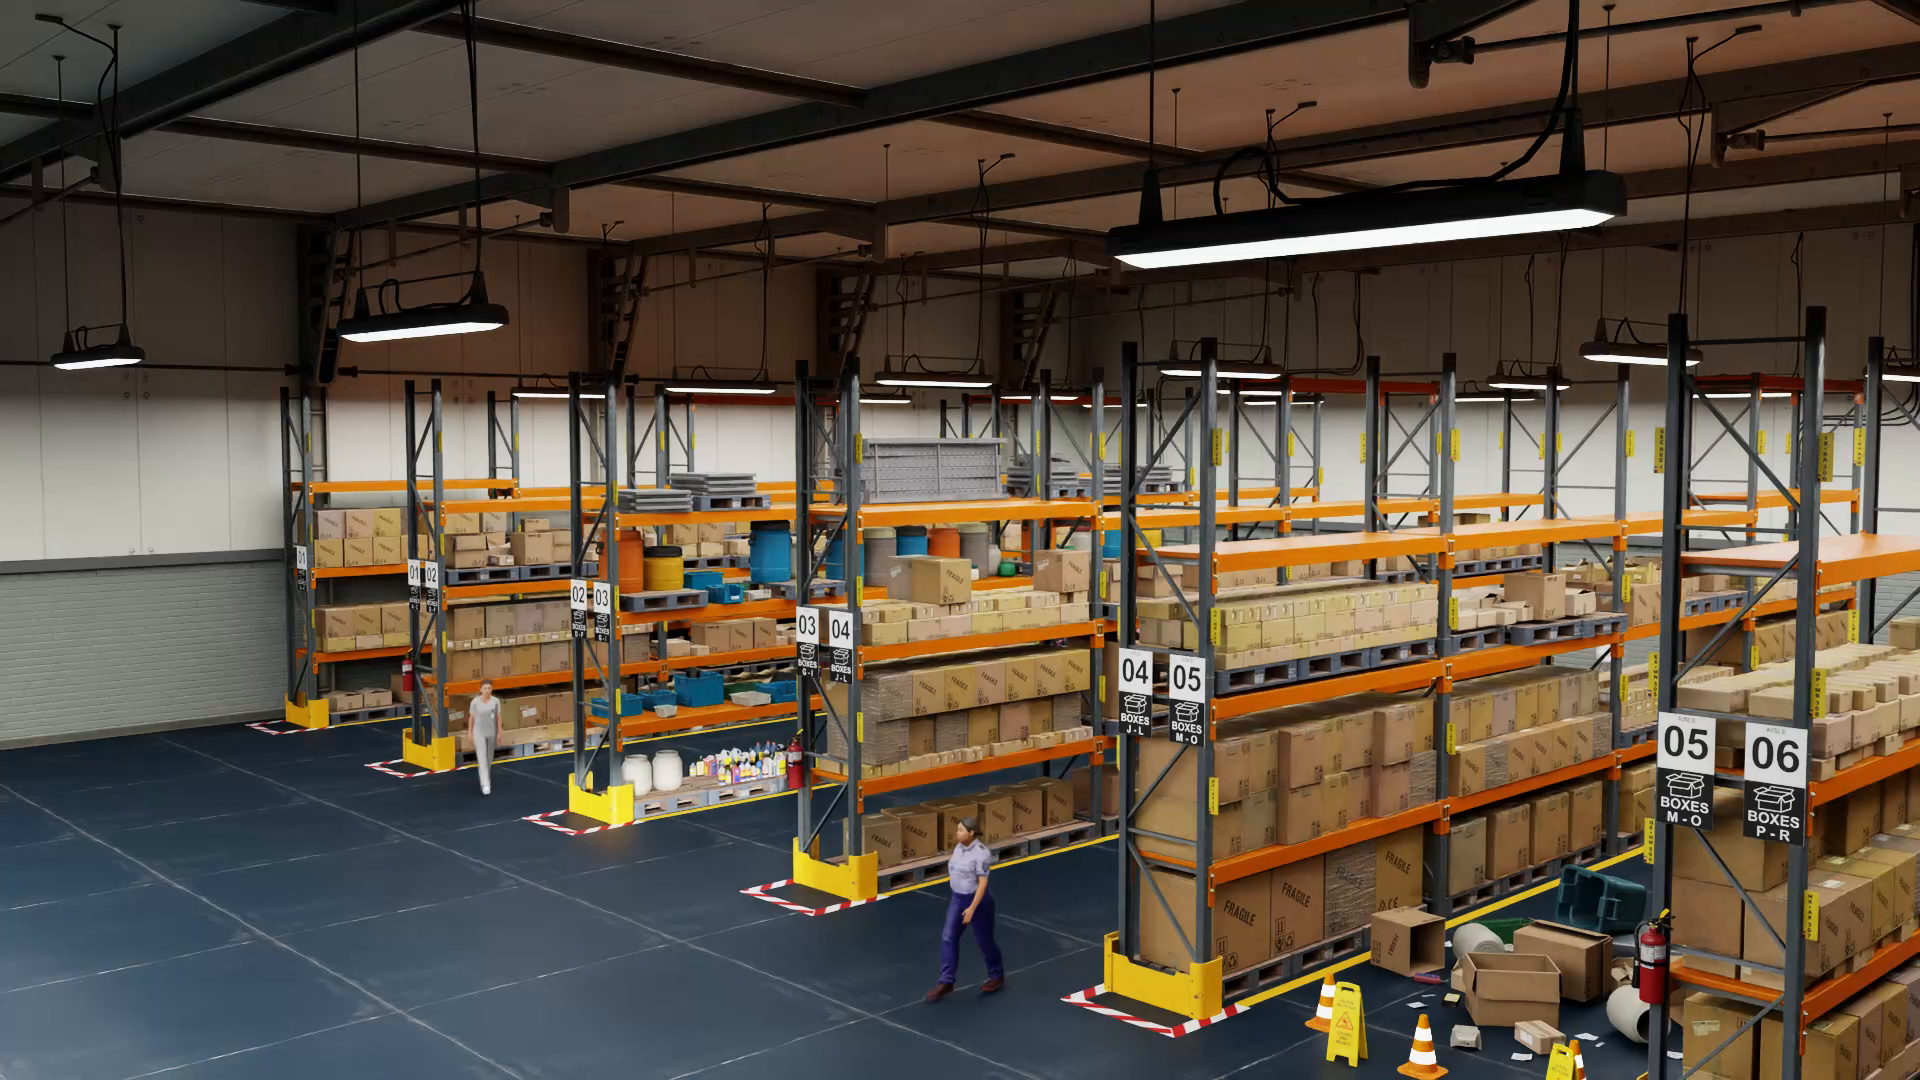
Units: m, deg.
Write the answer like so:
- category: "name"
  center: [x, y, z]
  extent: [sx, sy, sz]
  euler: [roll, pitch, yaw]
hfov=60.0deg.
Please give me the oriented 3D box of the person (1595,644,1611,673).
- category: "person"
  center: [12.181, 2.275, 31.186]
  extent: [0.592, 1.760, 0.534]
  euler: [0, 4, 2]

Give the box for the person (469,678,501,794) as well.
- category: "person"
  center: [-6.814, 2.816, 23.946]
  extent: [0.452, 1.643, 0.925]
  euler: [-2, 4, -29]

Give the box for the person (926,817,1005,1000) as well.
- category: "person"
  center: [0.053, 3.362, 15.281]
  extent: [0.802, 1.631, 0.512]
  euler: [-3, 5, -44]
